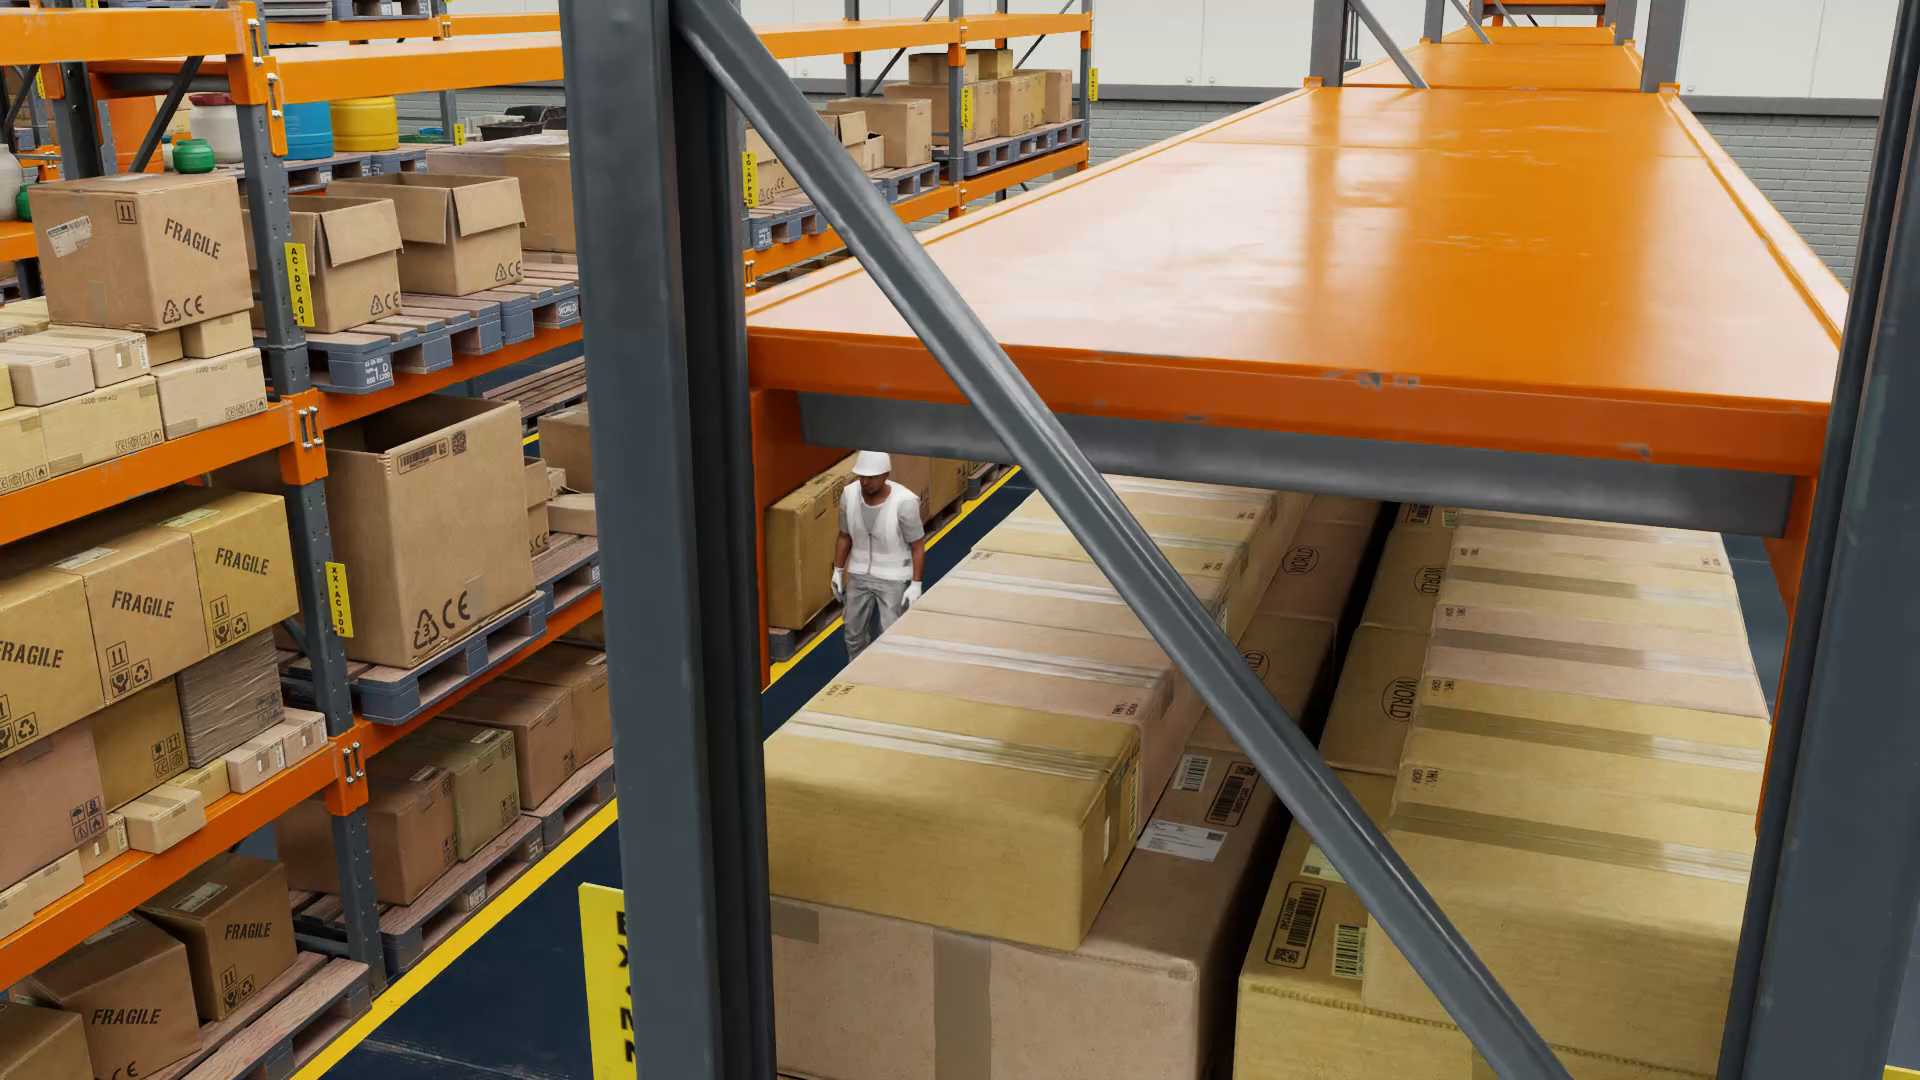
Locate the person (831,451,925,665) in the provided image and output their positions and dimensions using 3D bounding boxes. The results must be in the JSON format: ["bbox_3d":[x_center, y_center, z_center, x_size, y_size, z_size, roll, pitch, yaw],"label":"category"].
[{"bbox_3d":[-0.515,0.258,10.272,0.616,1.772,0.452,9,20,25],"label":"person"}]
